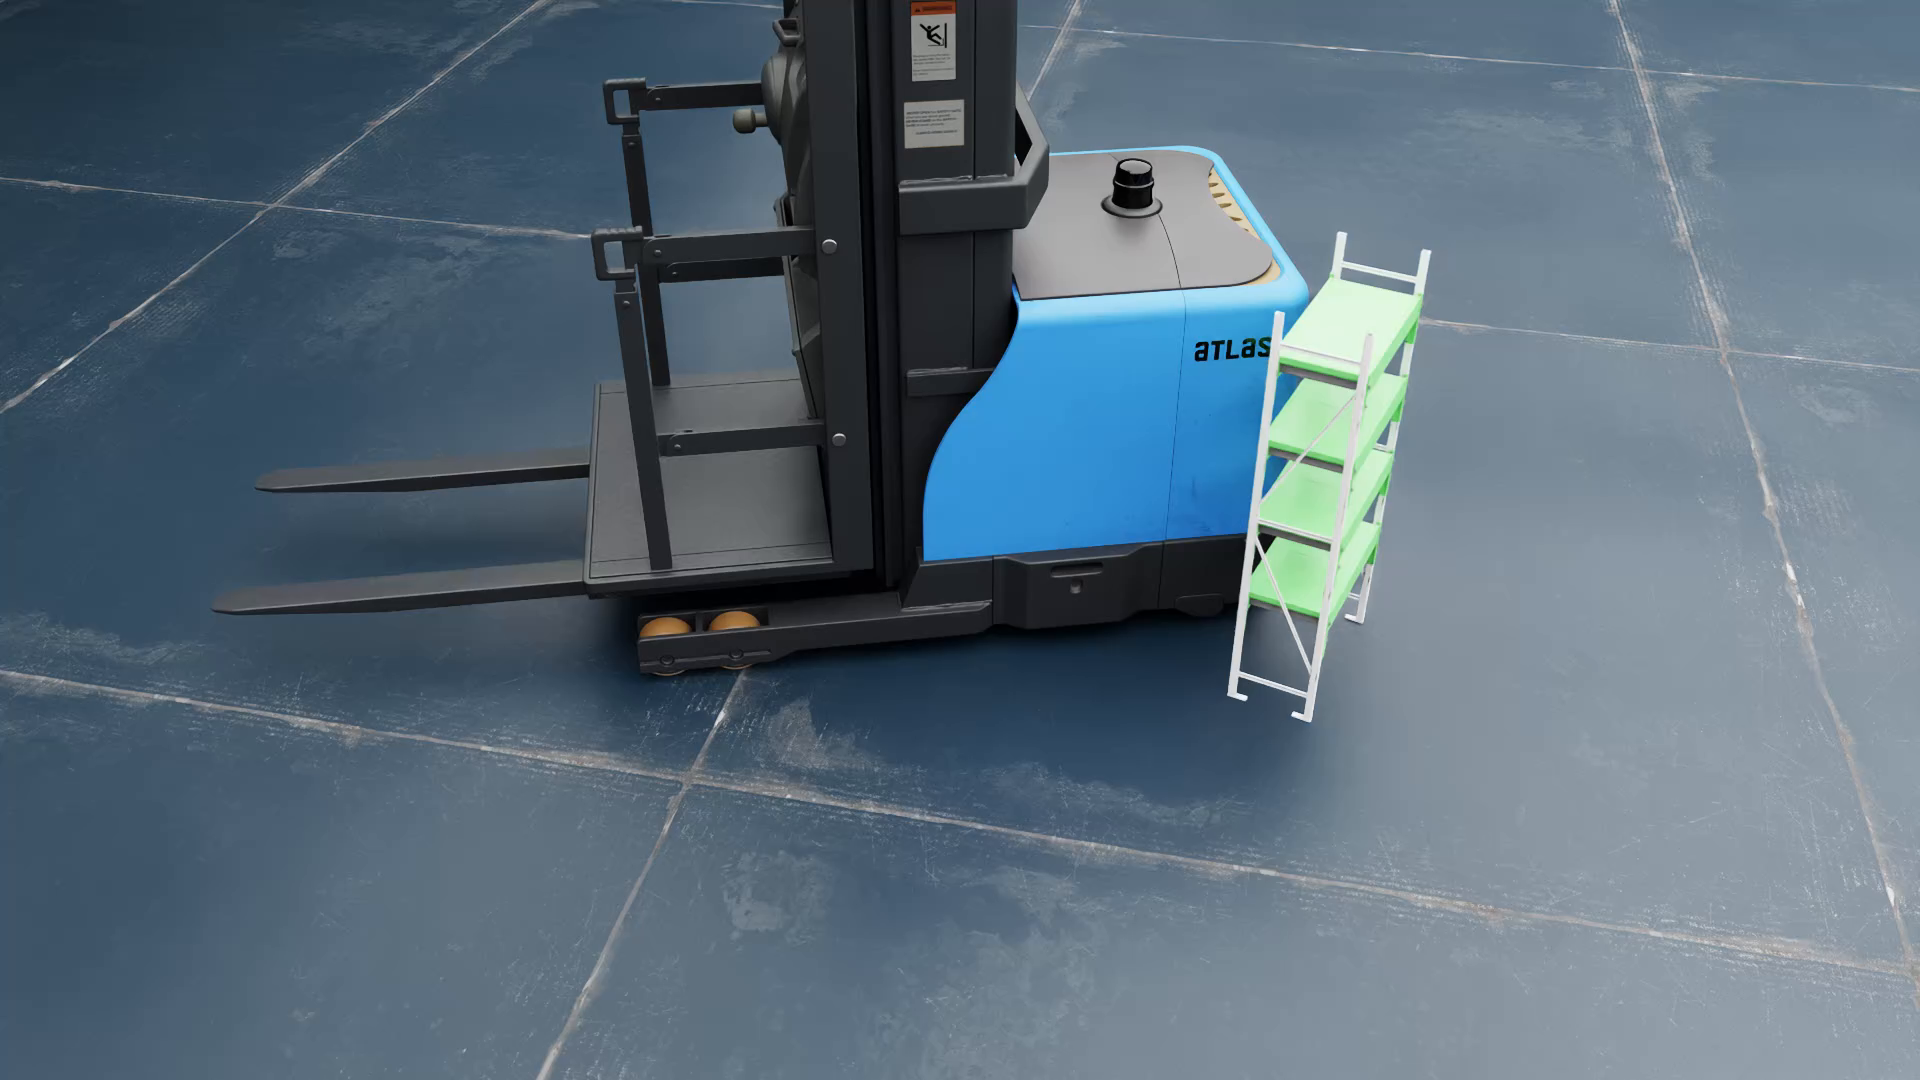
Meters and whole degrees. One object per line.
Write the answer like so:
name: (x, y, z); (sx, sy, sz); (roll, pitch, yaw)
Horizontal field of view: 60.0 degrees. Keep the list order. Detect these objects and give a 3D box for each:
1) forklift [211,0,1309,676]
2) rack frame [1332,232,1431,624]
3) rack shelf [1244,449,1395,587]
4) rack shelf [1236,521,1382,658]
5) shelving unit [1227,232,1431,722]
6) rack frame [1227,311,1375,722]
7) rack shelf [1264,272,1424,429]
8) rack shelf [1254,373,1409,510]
forklift: (-0.623, -1.134, 4.316); (3.031, 2.935, 1.130); (-5, 36, -7)
rack frame: (1.084, -0.275, 4.607); (0.240, 1.200, 0.015); (17, 39, 22)
rack shelf: (0.971, -0.097, 4.470); (0.258, 0.148, 0.480); (17, 39, 22)
rack shelf: (0.971, 0.098, 4.611); (0.258, 0.148, 0.480); (17, 39, 22)
shelving unit: (0.971, -0.149, 4.432); (0.258, 1.200, 0.503); (17, 39, 22)
rack frame: (0.857, -0.022, 4.258); (0.240, 1.200, 0.015); (17, 39, 22)
rack shelf: (0.970, -0.486, 4.188); (0.258, 0.148, 0.480); (17, 39, 22)
rack shelf: (0.970, -0.291, 4.329); (0.258, 0.148, 0.480); (17, 39, 22)
